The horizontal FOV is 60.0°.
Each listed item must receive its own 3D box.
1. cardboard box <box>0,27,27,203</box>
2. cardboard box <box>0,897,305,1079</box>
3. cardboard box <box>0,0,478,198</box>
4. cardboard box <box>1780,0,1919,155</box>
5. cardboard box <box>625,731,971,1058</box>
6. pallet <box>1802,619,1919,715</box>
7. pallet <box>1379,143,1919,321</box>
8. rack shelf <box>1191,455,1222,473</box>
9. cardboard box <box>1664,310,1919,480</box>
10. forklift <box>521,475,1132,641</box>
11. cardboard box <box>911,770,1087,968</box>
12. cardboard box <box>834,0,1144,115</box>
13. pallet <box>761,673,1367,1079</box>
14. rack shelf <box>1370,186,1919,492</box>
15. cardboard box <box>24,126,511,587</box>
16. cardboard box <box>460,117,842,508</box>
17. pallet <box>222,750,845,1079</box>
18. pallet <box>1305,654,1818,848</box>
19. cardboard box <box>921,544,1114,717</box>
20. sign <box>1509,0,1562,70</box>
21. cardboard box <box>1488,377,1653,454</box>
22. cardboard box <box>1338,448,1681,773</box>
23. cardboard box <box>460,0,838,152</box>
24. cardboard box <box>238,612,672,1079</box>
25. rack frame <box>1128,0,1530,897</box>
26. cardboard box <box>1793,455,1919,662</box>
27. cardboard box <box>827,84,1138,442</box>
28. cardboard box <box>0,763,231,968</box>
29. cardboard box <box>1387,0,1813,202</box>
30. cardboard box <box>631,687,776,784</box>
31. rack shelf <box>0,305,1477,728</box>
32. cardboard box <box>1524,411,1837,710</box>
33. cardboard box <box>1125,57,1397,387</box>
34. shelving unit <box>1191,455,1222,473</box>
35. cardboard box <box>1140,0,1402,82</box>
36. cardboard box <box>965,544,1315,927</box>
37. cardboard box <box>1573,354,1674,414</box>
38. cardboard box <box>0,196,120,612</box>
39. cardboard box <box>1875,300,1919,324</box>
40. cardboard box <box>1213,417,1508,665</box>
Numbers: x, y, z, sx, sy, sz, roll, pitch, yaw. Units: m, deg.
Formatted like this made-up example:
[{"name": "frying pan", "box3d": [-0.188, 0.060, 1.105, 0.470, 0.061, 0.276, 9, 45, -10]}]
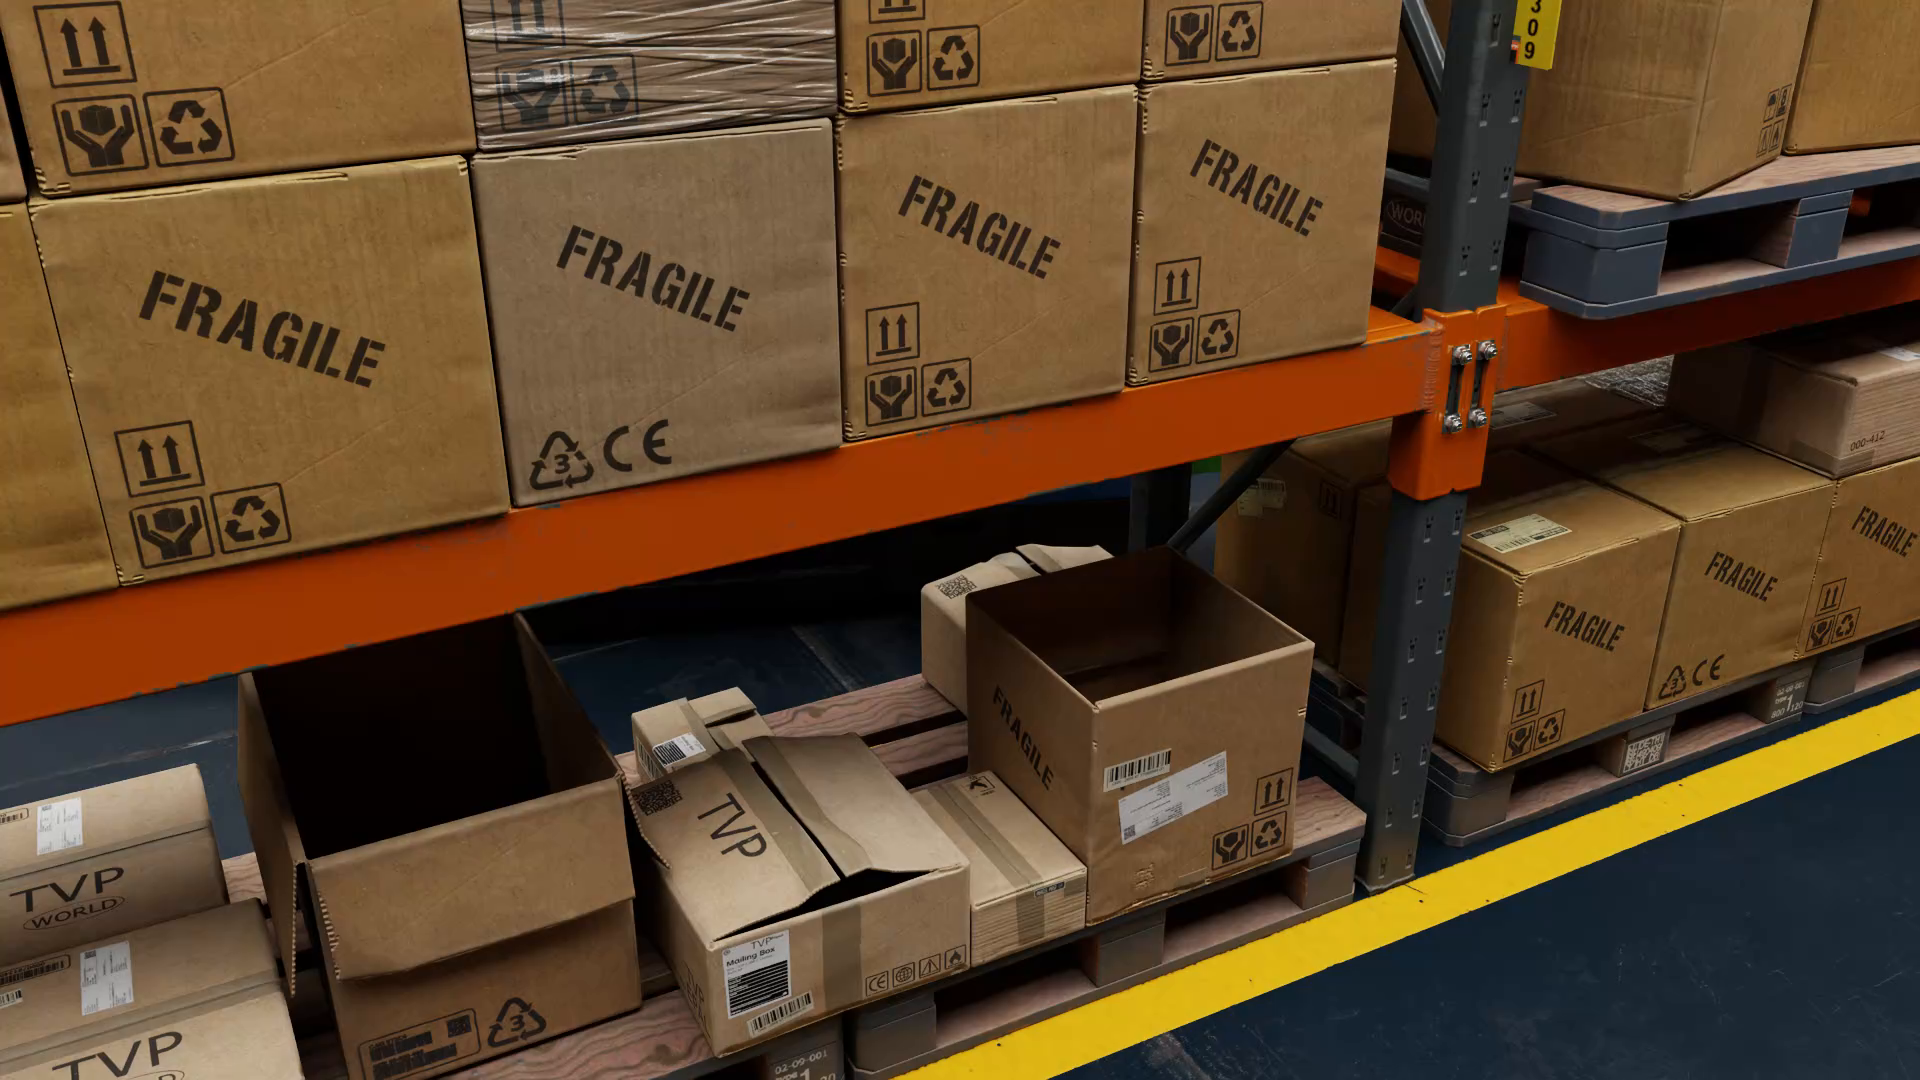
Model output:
[{"name": "cardboard box", "box3d": [-1.397, -0.657, 1.883, 0.500, 0.500, 0.500, -13, 28, -24]}, {"name": "cardboard box", "box3d": [-1.319, 0.873, 2.635, 0.500, 0.250, 0.500, -13, 29, -25]}, {"name": "cardboard box", "box3d": [-0.950, -0.761, 2.099, 0.500, 0.500, 0.500, -13, 29, -26]}, {"name": "cardboard box", "box3d": [1.815, -1.187, 3.656, 0.500, 0.500, 0.700, -8, 27, -17]}, {"name": "cardboard box", "box3d": [-0.316, 0.614, 3.104, 0.500, 0.311, 0.500, -13, 29, -25]}, {"name": "pallet", "box3d": [2.493, 0.050, 4.903, 1.213, 0.211, 1.003, -13, 29, -25]}, {"name": "pallet", "box3d": [1.471, -0.812, 3.697, 1.213, 0.211, 1.003, -13, 29, -25]}, {"name": "rack shelf", "box3d": [0.828, -0.261, 5.110, 0.480, 0.148, 0.258, -4, 26, -8]}, {"name": "cardboard box", "box3d": [2.139, -0.396, 4.122, 0.500, 0.250, 0.500, -13, 29, -25]}, {"name": "forklift", "box3d": [-0.963, -1.285, 4.540, 3.031, 2.935, 1.130, -4, 26, -8]}, {"name": "cardboard box", "box3d": [0.043, 0.633, 3.251, 0.250, 0.149, 0.380, -13, 29, -25]}, {"name": "cardboard box", "box3d": [-0.060, -0.966, 2.525, 0.500, 0.500, 0.500, -14, 29, -26]}, {"name": "pallet", "box3d": [0.108, 0.620, 3.716, 1.213, 0.211, 1.003, -13, 29, -25]}, {"name": "rack shelf", "box3d": [2.480, -0.860, 4.407, 4.000, 0.370, 1.077, -13, 29, -25]}, {"name": "cardboard box", "box3d": [-0.960, -0.307, 2.307, 0.500, 0.500, 0.500, -13, 28, -24]}, {"name": "cardboard box", "box3d": [-0.512, -0.411, 2.526, 0.500, 0.500, 0.500, -12, 28, -24]}, {"name": "pallet", "box3d": [-0.969, 0.870, 3.195, 1.213, 0.211, 1.003, -13, 29, -25]}, {"name": "pallet", "box3d": [1.415, 0.300, 4.382, 1.213, 0.211, 1.003, -13, 29, -25]}, {"name": "cardboard box", "box3d": [0.243, 0.240, 3.884, 0.500, 0.311, 0.500, -13, 29, -25]}, {"name": "sign", "box3d": [0.977, -0.962, 2.787, 0.005, 0.325, 0.100, -13, 29, -25]}, {"name": "cardboard box", "box3d": [1.456, -0.156, 4.489, 0.500, 0.500, 0.500, -13, 29, -25]}, {"name": "cardboard box", "box3d": [1.256, 0.146, 3.860, 0.500, 0.500, 0.500, -14, 29, -27]}, {"name": "cardboard box", "box3d": [-0.505, -0.863, 2.311, 0.500, 0.500, 0.500, -13, 28, -25]}, {"name": "cardboard box", "box3d": [-0.940, 0.535, 3.047, 0.637, 0.503, 0.797, -13, 29, -25]}, {"name": "rack frame", "box3d": [0.715, -0.777, 3.403, 0.127, 3.000, 1.000, -13, 29, -25]}, {"name": "cardboard box", "box3d": [2.166, -0.066, 4.301, 0.500, 0.500, 0.500, -13, 28, -24]}, {"name": "cardboard box", "box3d": [-0.060, -0.517, 2.745, 0.500, 0.500, 0.500, -12, 28, -24]}, {"name": "cardboard box", "box3d": [-1.598, 0.692, 3.012, 0.500, 0.250, 0.500, -13, 29, -25]}, {"name": "cardboard box", "box3d": [1.238, -1.023, 3.313, 0.700, 0.500, 0.500, 22, 33, 37]}, {"name": "cardboard box", "box3d": [-0.516, 0.485, 3.540, 0.250, 0.166, 0.380, -13, 29, -25]}, {"name": "rack shelf", "box3d": [-1.050, -0.045, 2.710, 4.000, 0.370, 1.077, -13, 29, -25]}, {"name": "cardboard box", "box3d": [1.722, 0.033, 4.095, 0.500, 0.500, 0.500, -13, 28, -24]}, {"name": "cardboard box", "box3d": [0.395, -0.622, 2.965, 0.500, 0.500, 0.500, -12, 28, -24]}, {"name": "shelving unit", "box3d": [0.828, -0.535, 4.979, 0.503, 1.200, 0.258, -4, 26, -8]}, {"name": "cardboard box", "box3d": [0.391, -1.071, 2.744, 0.500, 0.500, 0.500, -13, 28, -25]}, {"name": "cardboard box", "box3d": [0.346, 0.376, 3.381, 0.500, 0.500, 0.500, -13, 29, -25]}, {"name": "cardboard box", "box3d": [1.898, -0.258, 4.701, 0.500, 0.500, 0.500, -13, 28, -24]}, {"name": "cardboard box", "box3d": [-1.402, -0.205, 2.097, 0.500, 0.500, 0.500, -13, 29, -25]}, {"name": "cardboard box", "box3d": [2.581, -0.498, 4.335, 0.500, 0.250, 0.500, -14, 29, -26]}, {"name": "cardboard box", "box3d": [1.015, -0.059, 4.286, 0.500, 0.500, 0.500, -13, 29, -25]}]
